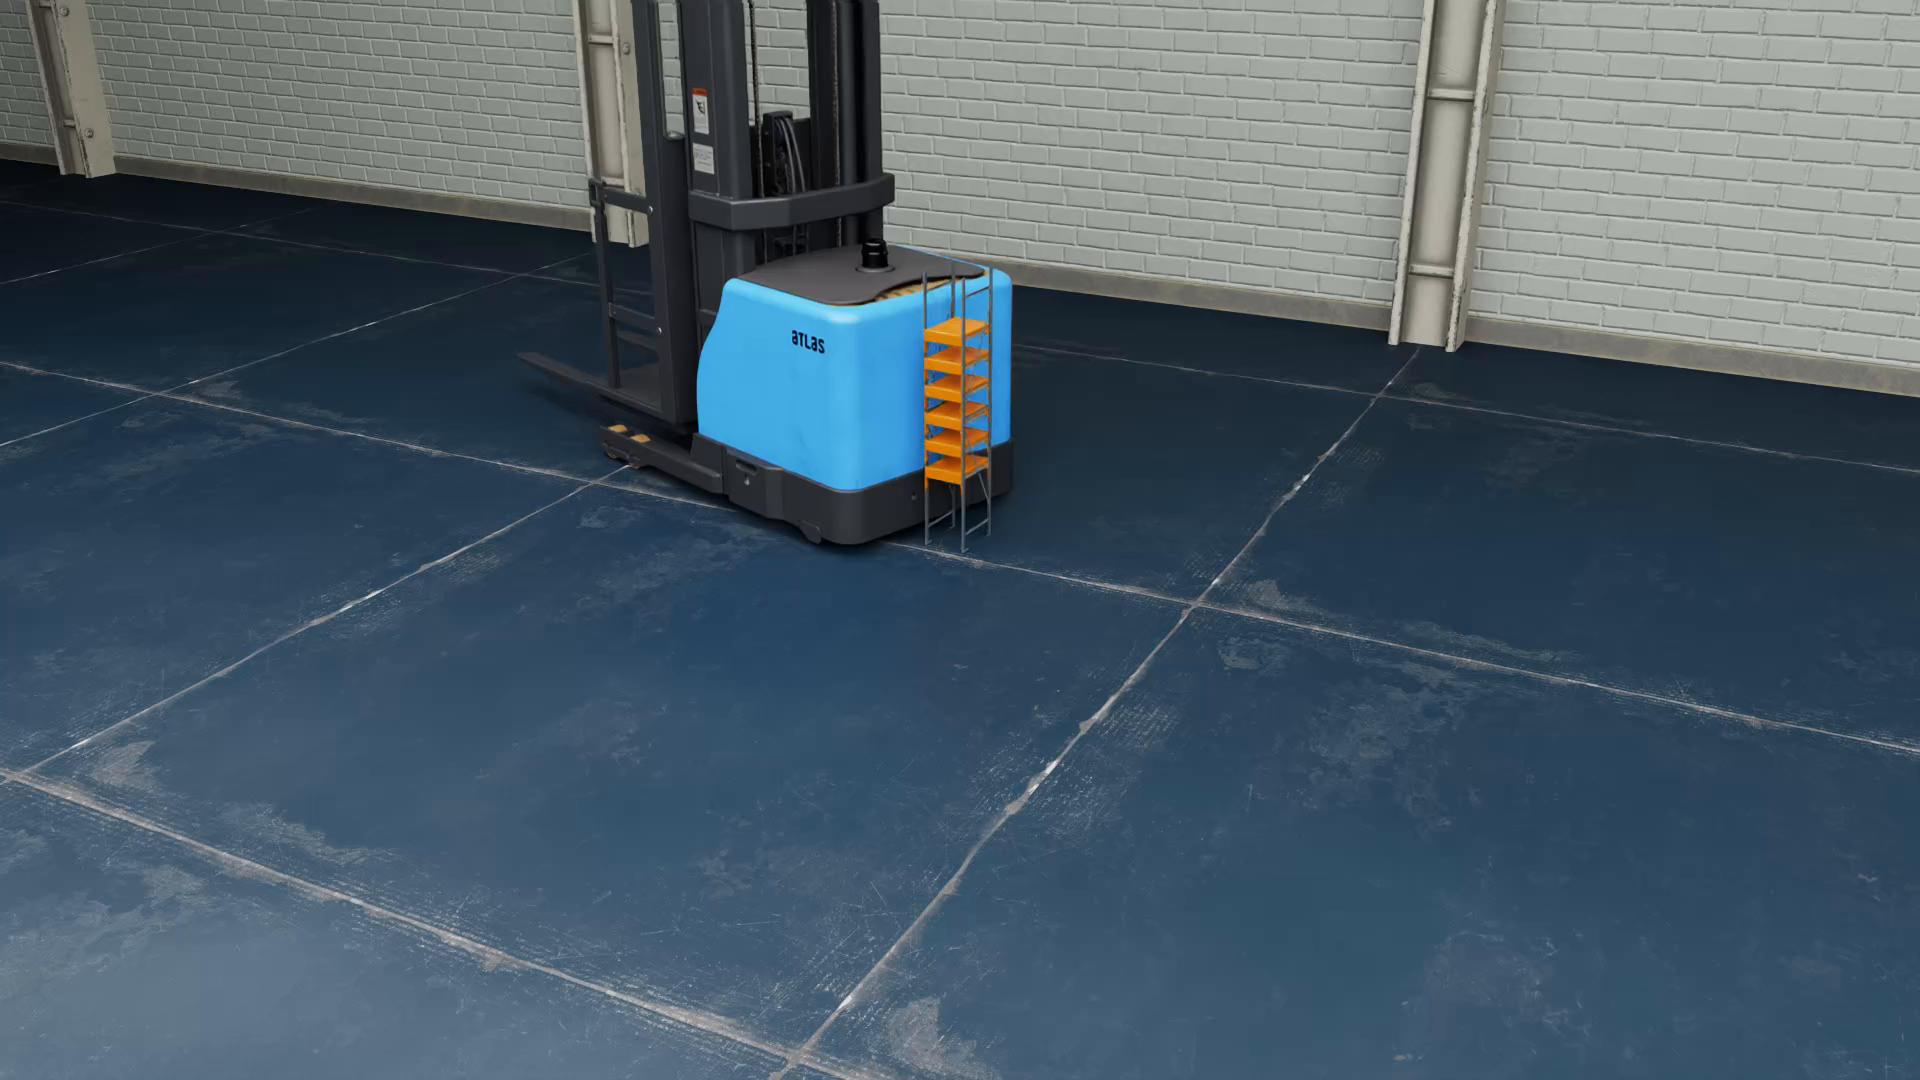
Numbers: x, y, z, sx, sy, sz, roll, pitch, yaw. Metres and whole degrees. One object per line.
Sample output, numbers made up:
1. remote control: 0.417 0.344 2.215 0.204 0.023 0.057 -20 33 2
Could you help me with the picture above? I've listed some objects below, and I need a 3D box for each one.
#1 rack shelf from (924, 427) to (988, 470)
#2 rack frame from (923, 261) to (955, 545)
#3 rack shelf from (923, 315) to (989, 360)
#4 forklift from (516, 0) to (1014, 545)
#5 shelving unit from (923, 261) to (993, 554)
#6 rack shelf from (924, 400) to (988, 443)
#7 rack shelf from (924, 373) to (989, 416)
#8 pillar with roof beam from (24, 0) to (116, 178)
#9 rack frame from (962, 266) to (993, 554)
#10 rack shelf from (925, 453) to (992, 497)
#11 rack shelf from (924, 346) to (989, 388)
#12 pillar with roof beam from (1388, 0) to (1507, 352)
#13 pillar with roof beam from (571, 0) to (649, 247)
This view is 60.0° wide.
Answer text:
1. rack shelf: -0.007 -0.400 7.077 0.180 0.103 0.258 13 26 28
2. rack frame: -0.085 -0.569 7.056 0.006 1.200 0.240 13 26 28
3. rack shelf: -0.007 -0.841 6.889 0.180 0.103 0.258 13 26 28
4. forklift: -1.135 -1.816 7.775 1.130 2.935 3.031 -20 30 -39
5. shelving unit: -0.007 -0.551 7.012 0.189 1.200 0.258 13 26 28
6. rack shelf: -0.007 -0.510 7.030 0.180 0.103 0.258 13 26 28
7. rack shelf: -0.007 -0.620 6.983 0.180 0.103 0.258 13 26 28
8. pillar with roof beam: -9.824 -5.960 9.766 0.400 9.000 9.100 11 25 25
9. rack frame: 0.072 -0.532 6.969 0.006 1.200 0.240 13 26 28
10. rack shelf: -0.007 -0.289 7.124 0.180 0.103 0.258 13 26 28
11. rack shelf: -0.007 -0.731 6.936 0.180 0.103 0.258 13 26 28
12. pillar with roof beam: 0.885 -3.841 4.783 0.400 9.000 9.100 11 25 25
13. pillar with roof beam: -4.469 -4.900 7.275 0.400 9.000 9.100 11 25 25
